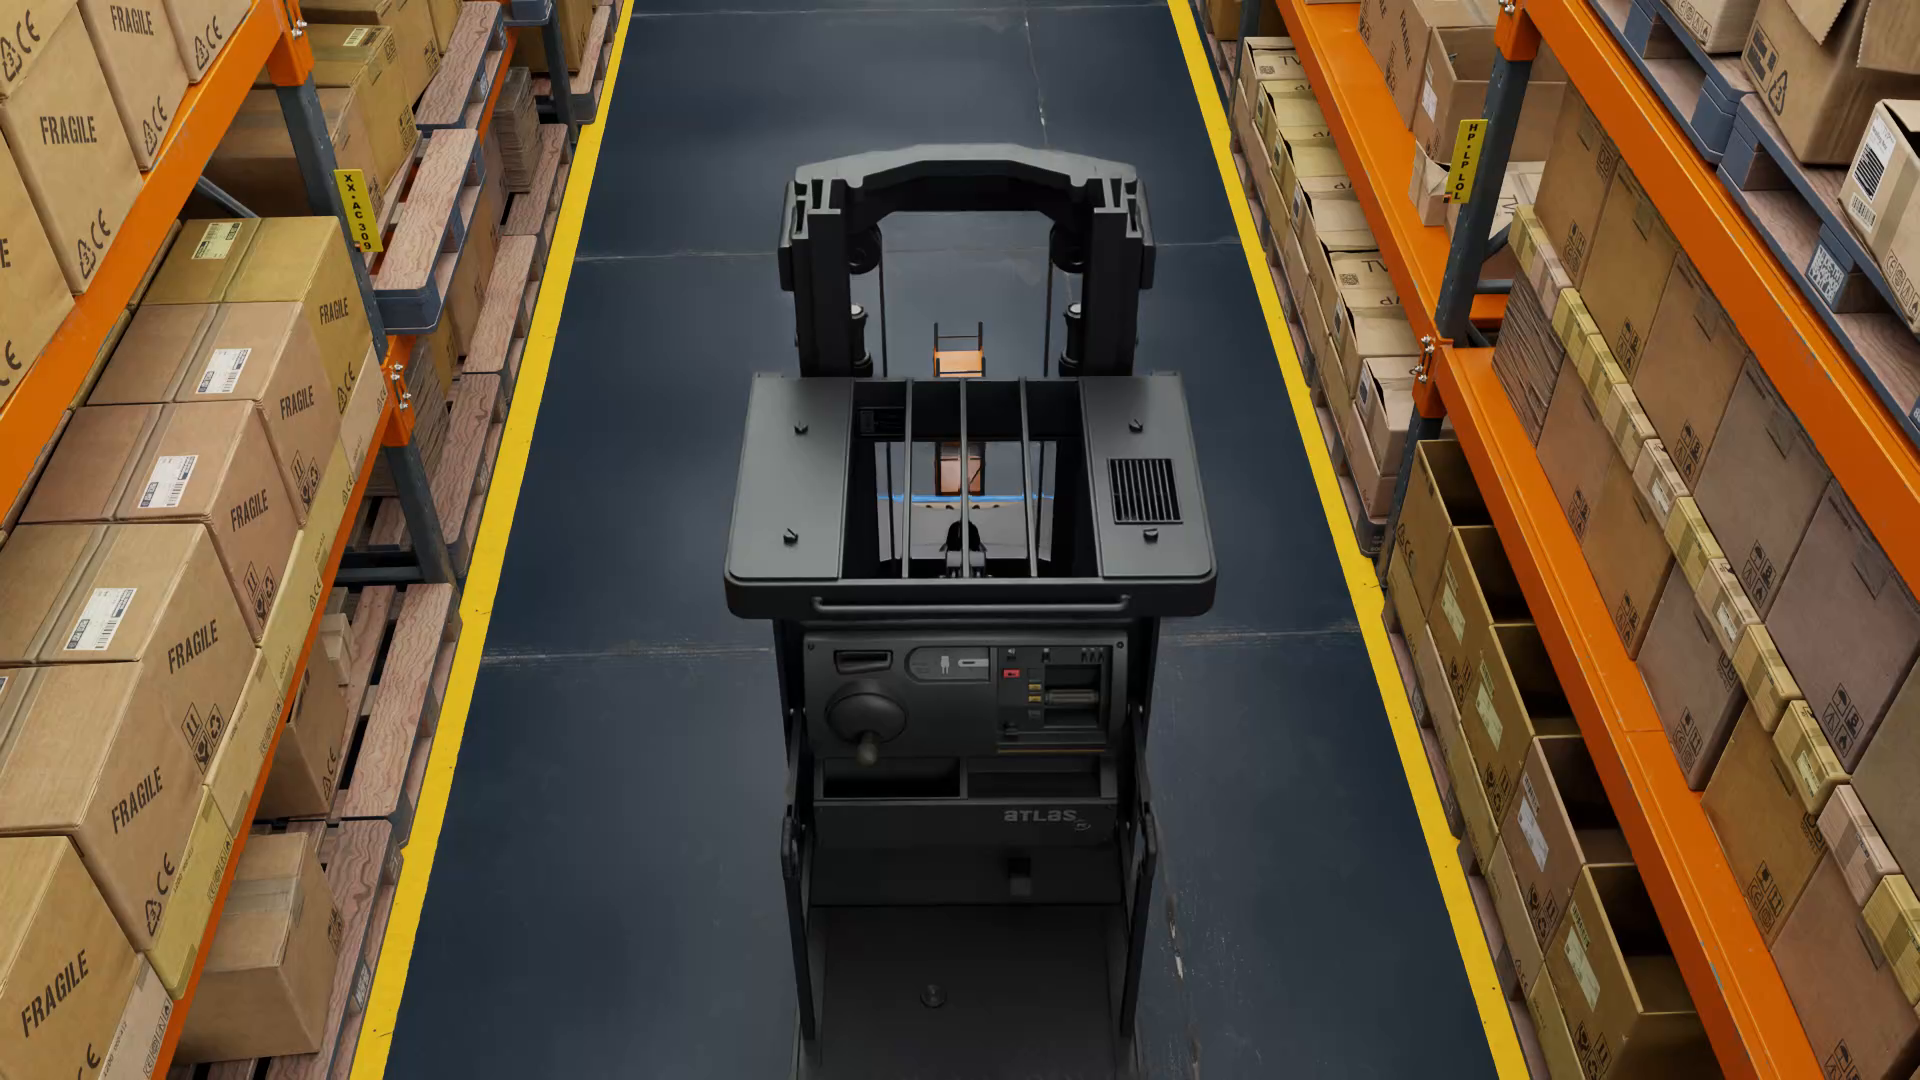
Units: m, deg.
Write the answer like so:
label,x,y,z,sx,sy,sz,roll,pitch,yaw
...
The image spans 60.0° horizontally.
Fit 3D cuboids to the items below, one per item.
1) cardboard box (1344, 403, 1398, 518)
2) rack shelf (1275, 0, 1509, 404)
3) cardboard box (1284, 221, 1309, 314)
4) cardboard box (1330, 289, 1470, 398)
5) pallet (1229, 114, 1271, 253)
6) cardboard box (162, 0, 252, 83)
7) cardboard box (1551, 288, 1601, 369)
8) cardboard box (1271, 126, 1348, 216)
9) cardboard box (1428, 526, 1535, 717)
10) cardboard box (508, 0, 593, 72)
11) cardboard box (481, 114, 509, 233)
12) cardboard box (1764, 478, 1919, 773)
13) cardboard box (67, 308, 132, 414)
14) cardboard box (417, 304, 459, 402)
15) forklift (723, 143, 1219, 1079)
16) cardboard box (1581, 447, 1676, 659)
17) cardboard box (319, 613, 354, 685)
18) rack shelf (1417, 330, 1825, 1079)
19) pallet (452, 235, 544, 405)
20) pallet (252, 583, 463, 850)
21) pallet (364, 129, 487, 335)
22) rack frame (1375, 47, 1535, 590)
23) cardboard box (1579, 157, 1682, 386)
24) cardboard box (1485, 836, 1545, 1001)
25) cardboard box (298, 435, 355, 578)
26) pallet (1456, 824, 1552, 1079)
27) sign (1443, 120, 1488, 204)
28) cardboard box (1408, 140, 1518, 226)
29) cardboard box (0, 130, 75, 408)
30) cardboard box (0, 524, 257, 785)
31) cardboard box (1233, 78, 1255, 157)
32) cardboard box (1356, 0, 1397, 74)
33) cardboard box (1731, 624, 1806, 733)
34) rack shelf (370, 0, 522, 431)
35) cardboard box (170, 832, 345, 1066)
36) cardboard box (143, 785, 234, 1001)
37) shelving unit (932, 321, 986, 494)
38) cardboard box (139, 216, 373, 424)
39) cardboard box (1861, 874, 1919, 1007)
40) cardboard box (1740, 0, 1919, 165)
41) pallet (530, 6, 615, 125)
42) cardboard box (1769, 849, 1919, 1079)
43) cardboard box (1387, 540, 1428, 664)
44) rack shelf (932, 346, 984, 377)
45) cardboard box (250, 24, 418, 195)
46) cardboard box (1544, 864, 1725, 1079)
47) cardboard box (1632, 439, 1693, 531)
label,x,y,z,sx,sy,sz,roll,pitch,yaw
cardboard box,2.006,-0.360,7.297,0.500,0.250,0.500,-2,43,-2
rack shelf,2.228,-2.032,7.930,1.077,0.370,4.000,-2,43,-2
cardboard box,1.944,-1.391,8.421,0.500,0.250,0.500,-1,43,-1
cardboard box,1.981,-0.912,7.483,0.500,0.311,0.500,-1,43,-1
pallet,2.139,-2.063,9.494,1.003,0.211,1.213,-2,43,-2
cardboard box,-2.367,-1.617,4.635,0.500,0.500,0.500,-1,43,-1
cardboard box,2.155,-0.693,5.382,0.380,0.149,0.250,-3,43,-3
cardboard box,1.922,-1.935,8.600,0.500,0.311,0.500,-3,43,-3
cardboard box,2.049,0.294,6.028,0.500,0.500,0.500,-2,43,-2
cardboard box,-2.706,-3.366,10.132,0.750,0.750,0.750,-2,43,-2
cardboard box,-2.817,-1.908,8.786,0.700,0.500,0.500,-2,43,-2
cardboard box,2.424,0.191,3.937,0.700,0.500,0.500,-1,43,-2
cardboard box,-2.806,-0.359,5.112,0.500,0.500,0.500,-2,43,-2
cardboard box,-2.756,-0.887,7.672,0.700,0.500,0.500,-2,43,-3
forklift,0.021,0.539,4.642,1.130,2.935,3.031,0,43,0
cardboard box,2.385,0.010,5.095,0.700,0.500,0.500,-1,43,-1
cardboard box,-2.583,0.440,6.471,0.380,0.166,0.250,-7,43,-7
rack shelf,2.398,0.668,4.983,1.077,0.370,4.000,-2,43,-2
pallet,-2.725,-1.126,8.472,1.003,0.211,1.213,-2,43,-2
pallet,-2.572,0.678,6.504,1.003,0.211,1.213,-2,43,-2
pallet,-2.523,-1.252,6.688,1.003,0.211,1.213,-2,43,-2
rack frame,2.313,-0.947,6.213,1.000,3.000,0.127,-2,43,-2
cardboard box,2.361,-0.822,5.043,0.700,0.500,0.500,-2,43,-2
cardboard box,2.089,1.246,5.545,0.500,0.250,0.500,-2,43,-2
cardboard box,-2.300,-0.107,5.393,0.500,0.250,0.500,-1,43,-2
pallet,2.360,1.444,5.668,1.003,0.211,1.213,-2,43,-2
sign,1.771,-1.323,5.825,0.100,0.325,0.005,-2,43,-2
cardboard box,2.092,-1.486,6.901,0.396,0.266,0.258,-3,43,-3
cardboard box,-2.288,-0.560,3.482,0.500,0.500,0.500,1,43,1
cardboard box,-2.247,0.307,4.386,0.500,0.500,0.500,0,43,0
cardboard box,1.872,-2.427,9.552,0.500,0.250,0.500,-2,43,-2
cardboard box,2.231,-2.552,7.890,0.500,0.500,0.500,-4,43,-4
cardboard box,2.220,0.350,4.243,0.380,0.149,0.250,-1,43,-1
rack shelf,-2.721,-1.888,7.772,1.077,0.370,4.000,-2,43,-2
cardboard box,-2.411,1.306,5.280,0.700,0.500,0.500,-4,43,-4
cardboard box,-2.222,0.913,4.280,0.500,0.250,0.500,-2,43,-2
shelving unit,-0.002,-0.423,7.084,0.215,1.050,0.252,-2,43,-2
cardboard box,-2.307,-0.721,5.508,0.500,0.500,0.500,-2,43,-2
cardboard box,2.253,0.875,3.671,0.380,0.149,0.250,-2,43,-2
cardboard box,2.257,-1.182,3.759,0.797,0.503,0.637,3,43,3
pallet,-2.764,-3.010,10.527,1.003,0.211,1.213,-2,43,-2
cardboard box,2.449,1.046,3.964,0.700,0.500,0.500,-1,43,-1
cardboard box,2.030,0.233,6.650,0.500,0.250,0.500,-2,43,-2
rack shelf,-0.002,-0.625,6.900,0.215,0.259,0.240,-2,43,-2
cardboard box,-2.640,-1.724,6.661,0.700,0.500,0.500,2,43,3
cardboard box,2.106,1.307,4.923,0.500,0.500,0.500,-2,43,-2
cardboard box,2.190,-0.167,4.807,0.380,0.149,0.250,-3,43,-3
